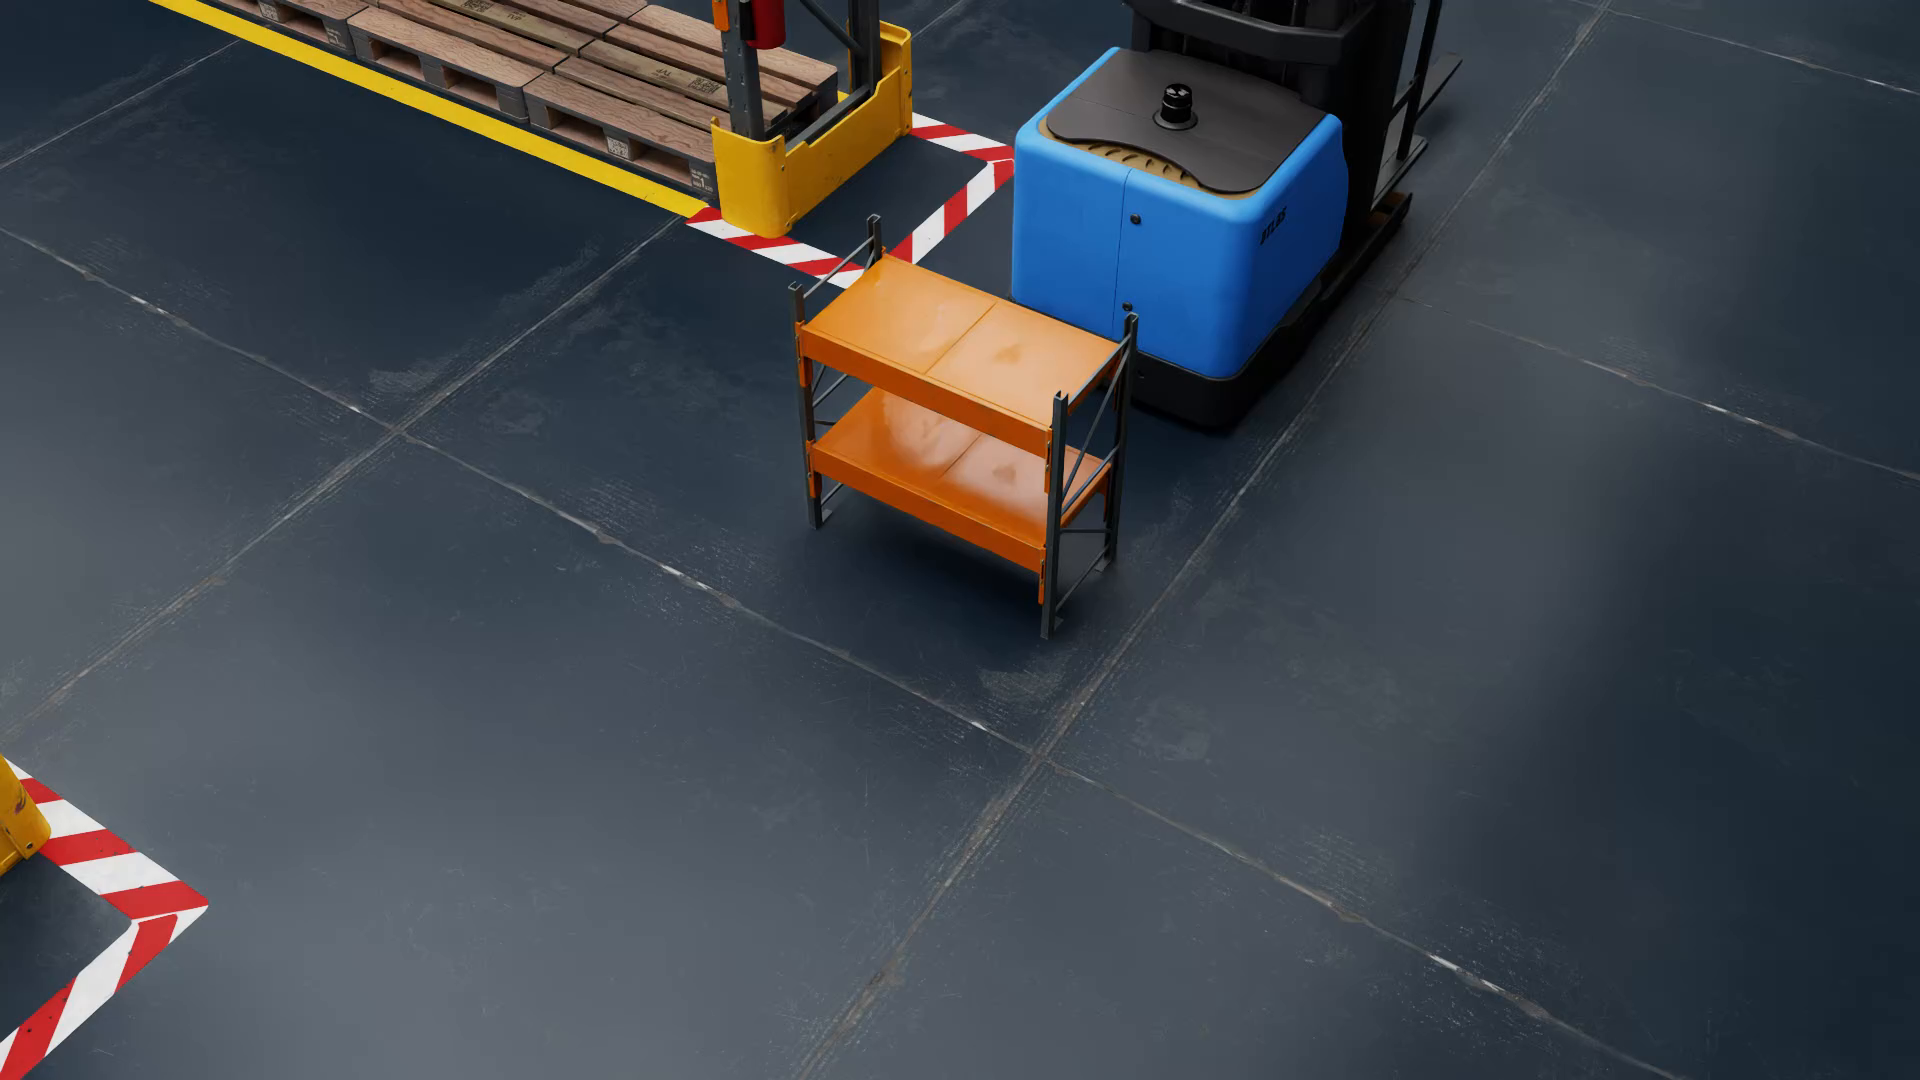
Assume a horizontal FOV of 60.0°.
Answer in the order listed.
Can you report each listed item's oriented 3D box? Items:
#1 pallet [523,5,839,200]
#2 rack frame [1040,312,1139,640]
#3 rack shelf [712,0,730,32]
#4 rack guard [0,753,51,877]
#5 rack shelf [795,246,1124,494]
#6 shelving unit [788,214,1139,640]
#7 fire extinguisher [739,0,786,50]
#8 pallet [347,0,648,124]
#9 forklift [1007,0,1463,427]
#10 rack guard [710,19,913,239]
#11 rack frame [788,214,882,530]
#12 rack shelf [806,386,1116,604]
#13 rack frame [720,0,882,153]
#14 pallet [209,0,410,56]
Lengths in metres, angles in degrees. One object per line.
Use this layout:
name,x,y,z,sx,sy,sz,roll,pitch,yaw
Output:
pallet,-1.369,-2.192,8.233,1.213,0.211,1.003,25,51,22
rack frame,0.434,-0.193,5.653,0.032,1.125,0.500,25,51,22
rack shelf,-2.379,-3.345,7.910,4.000,0.370,1.077,25,51,22
rack guard,-3.349,1.049,4.882,0.348,0.500,1.175,25,51,22
rack shelf,0.006,-0.593,5.634,1.000,0.278,0.538,25,51,22
shelving unit,0.006,-0.389,5.844,1.048,1.125,0.538,25,51,22
fire extinguisher,-0.814,-2.332,6.738,0.183,0.674,0.296,25,51,22
pallet,-2.392,-2.665,8.693,1.213,0.211,1.003,25,51,22
forklift,1.411,-2.507,6.642,1.130,2.935,3.031,25,51,22
rack guard,-0.669,-1.949,7.795,0.348,0.500,1.175,25,51,22
rack frame,-0.422,-0.586,6.035,0.032,1.125,0.500,25,51,22
rack shelf,0.006,-0.219,6.019,1.000,0.278,0.538,25,51,22
rack frame,-0.696,-2.821,6.900,0.127,3.000,1.000,25,51,22
pallet,-3.423,-3.137,9.151,1.213,0.211,1.003,25,51,22
